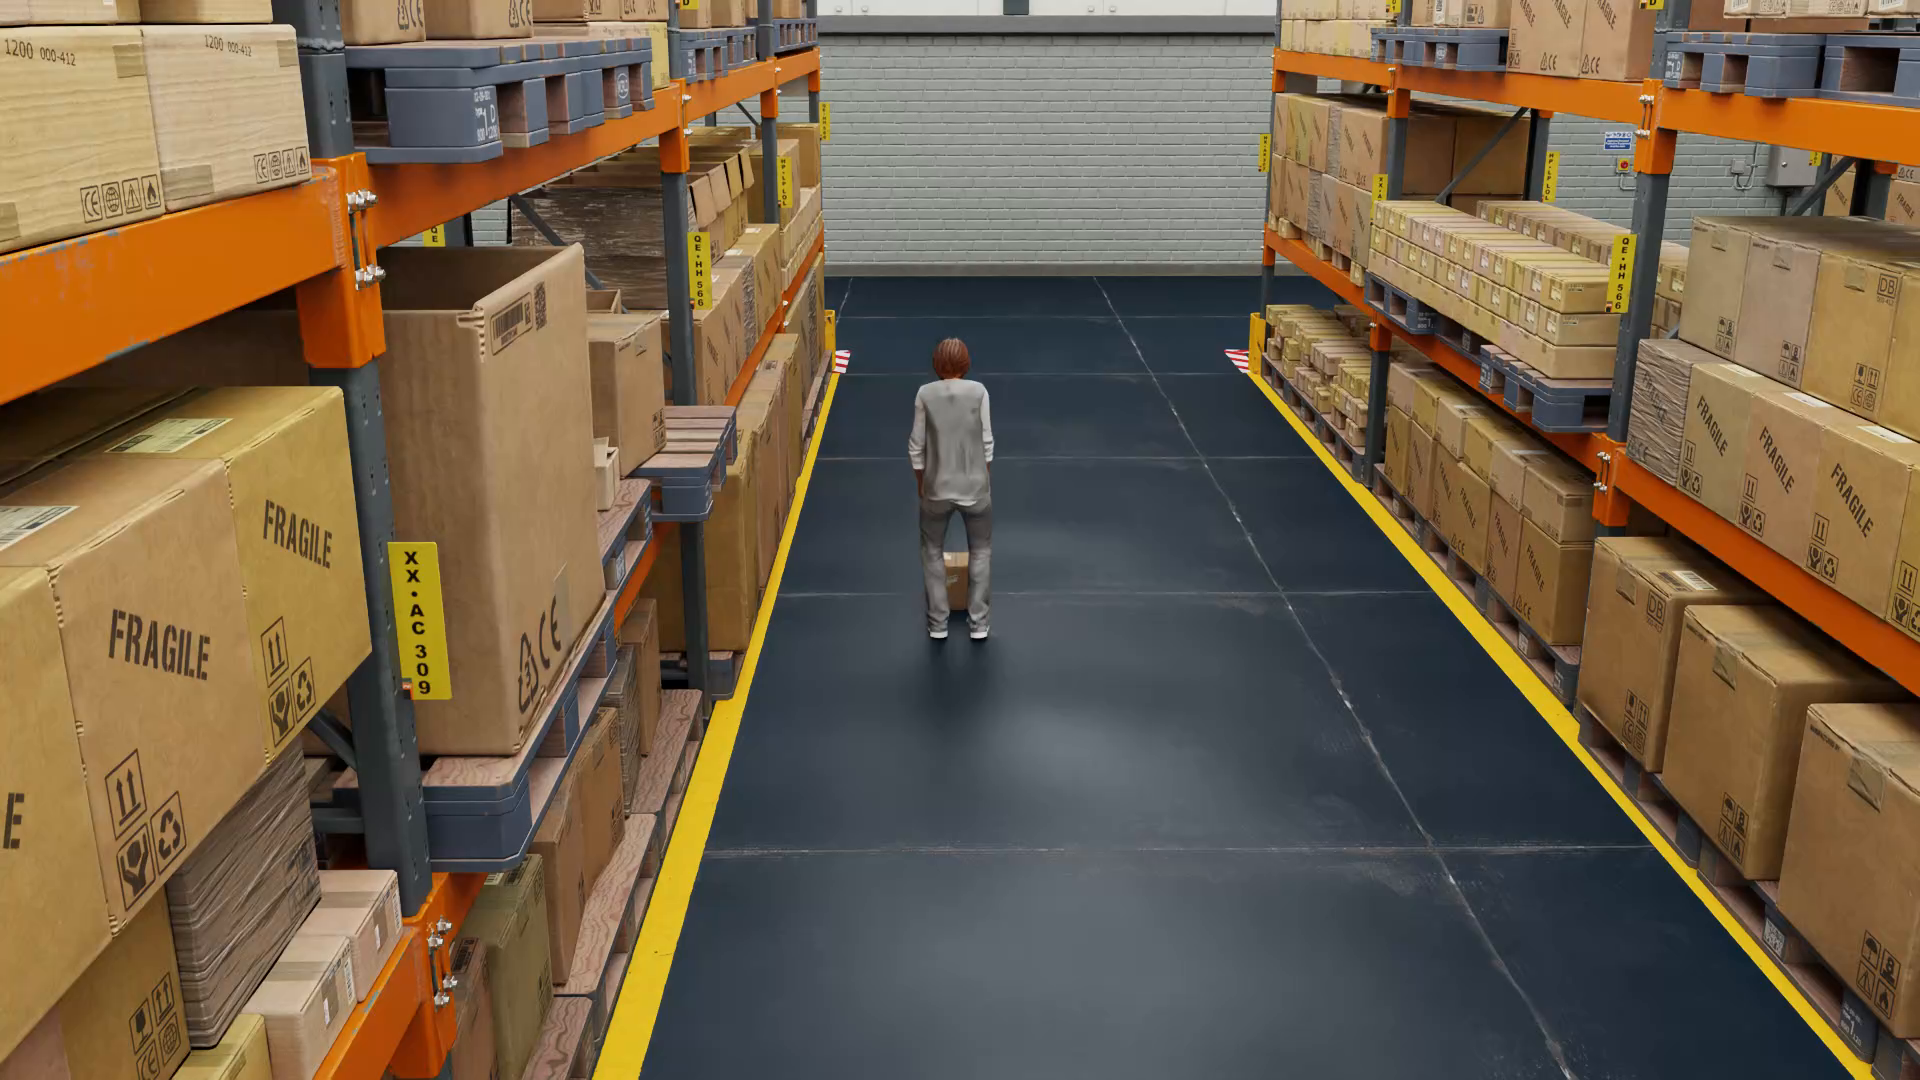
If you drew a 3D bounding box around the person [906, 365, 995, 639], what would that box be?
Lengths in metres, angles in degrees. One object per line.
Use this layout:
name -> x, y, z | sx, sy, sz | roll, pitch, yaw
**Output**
person -> -0.049, -0.176, 8.510 | 0.460, 1.376, 0.602 | 0, 17, 0
